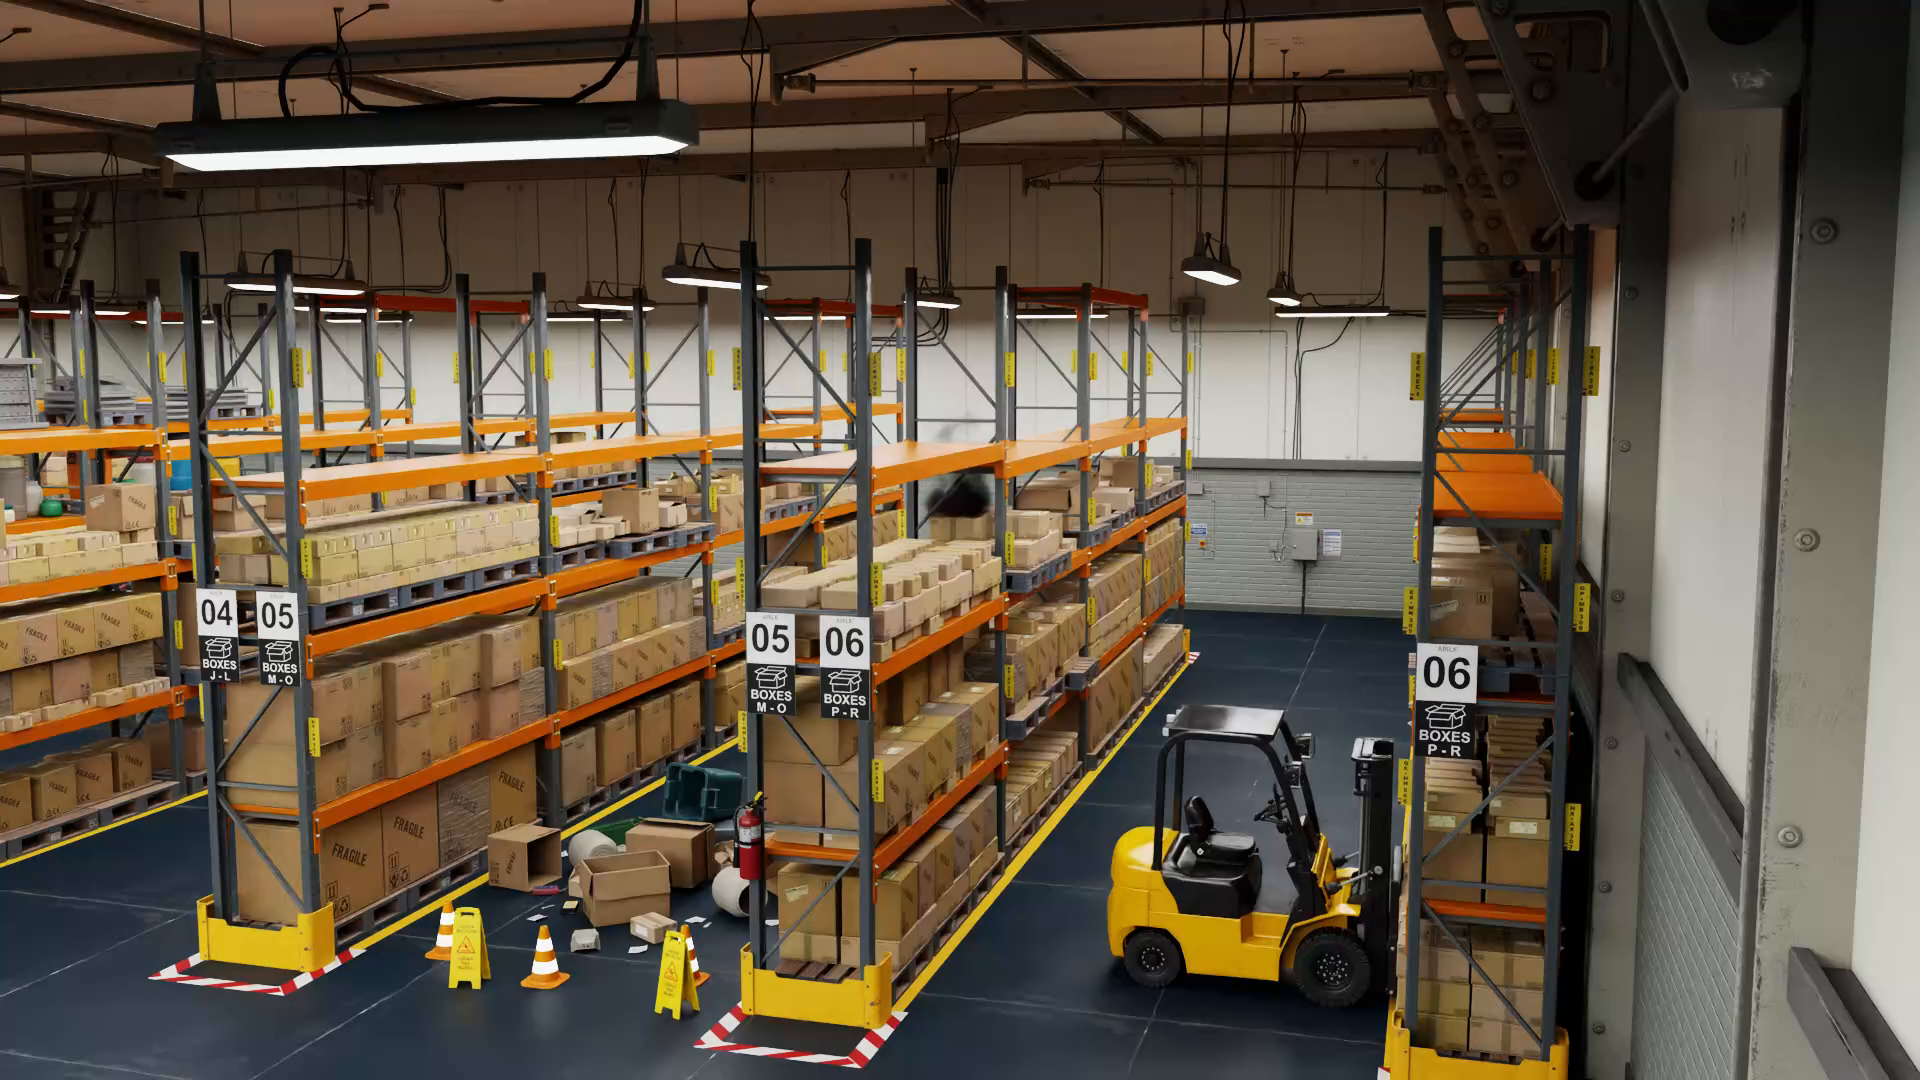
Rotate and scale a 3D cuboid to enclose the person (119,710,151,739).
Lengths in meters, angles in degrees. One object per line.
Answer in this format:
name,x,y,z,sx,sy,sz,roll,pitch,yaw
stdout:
person,-10.600,1.936,21.404,0.667,1.661,0.532,2,7,20
